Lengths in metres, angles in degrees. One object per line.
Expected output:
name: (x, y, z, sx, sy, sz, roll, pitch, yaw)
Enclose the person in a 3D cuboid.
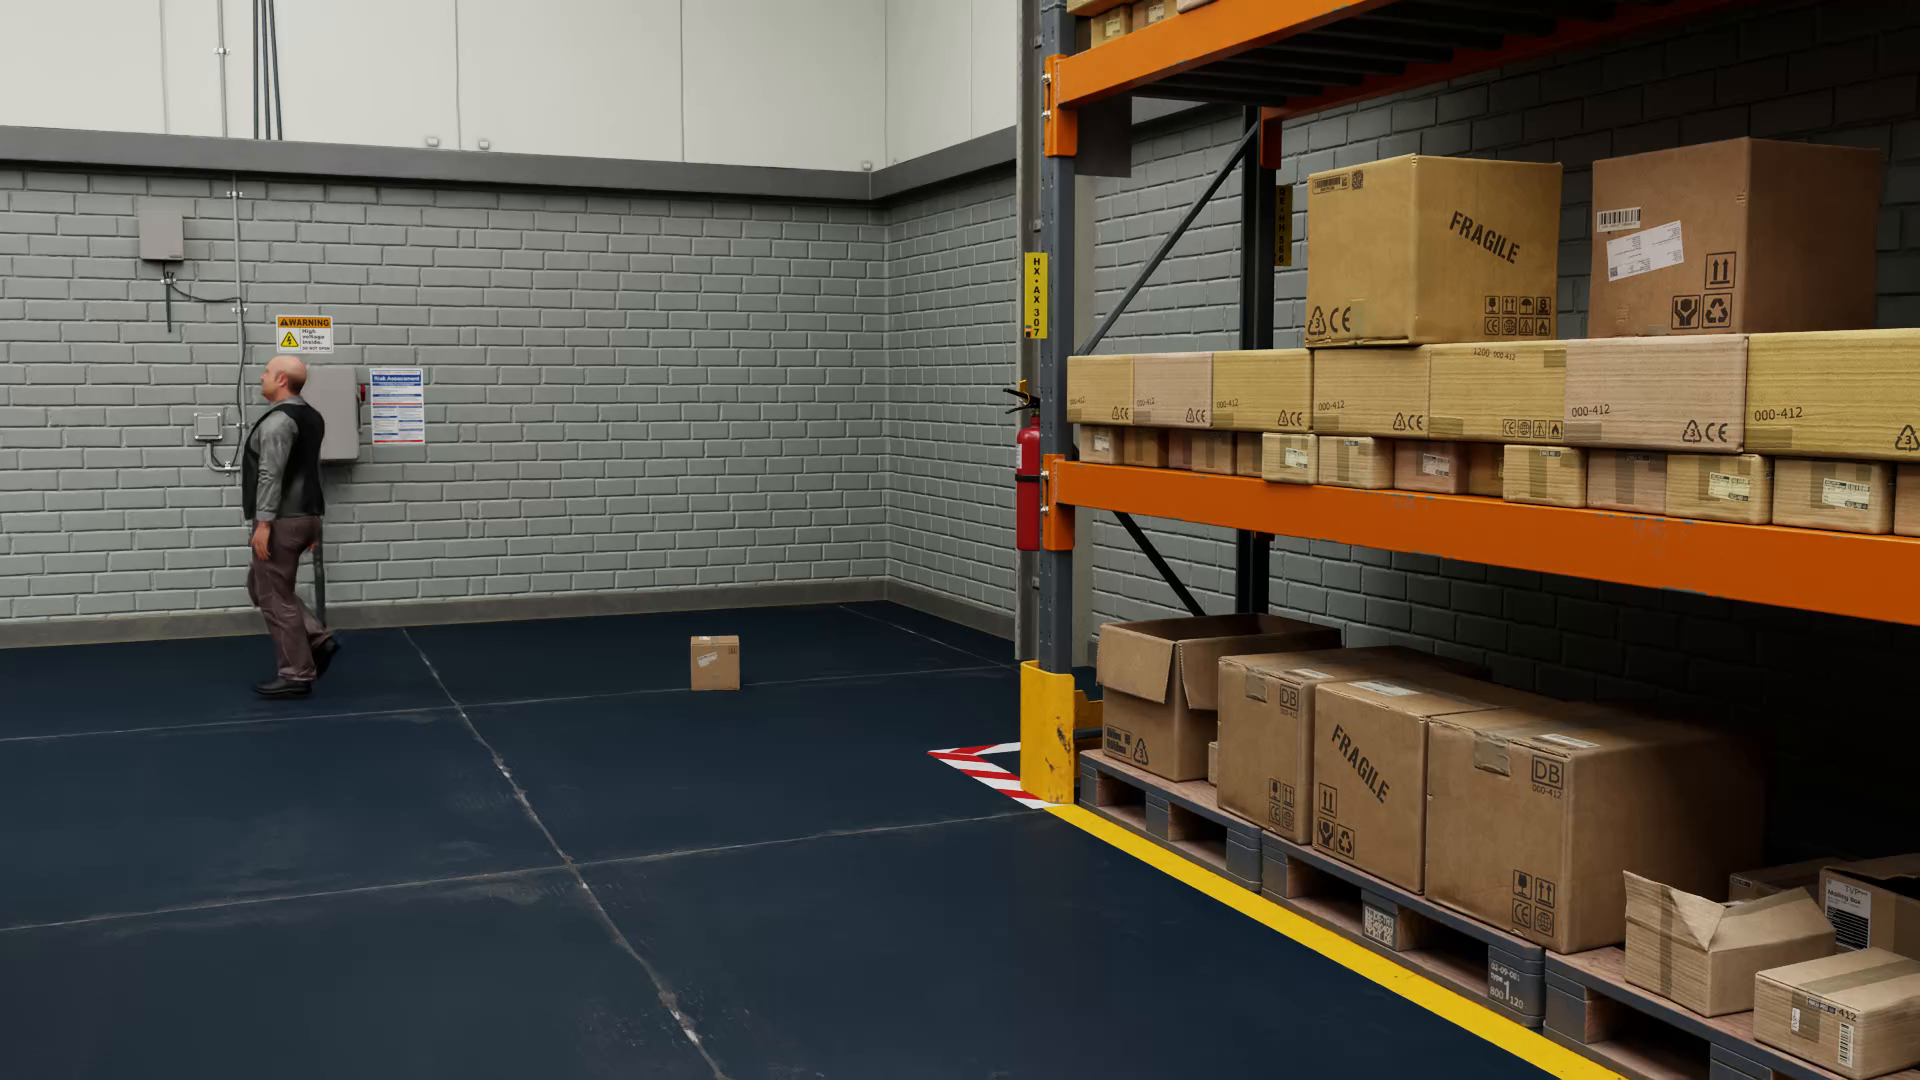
person: (-3.446, -0.038, 8.445, 0.470, 1.638, 0.553, 0, 5, -2)
